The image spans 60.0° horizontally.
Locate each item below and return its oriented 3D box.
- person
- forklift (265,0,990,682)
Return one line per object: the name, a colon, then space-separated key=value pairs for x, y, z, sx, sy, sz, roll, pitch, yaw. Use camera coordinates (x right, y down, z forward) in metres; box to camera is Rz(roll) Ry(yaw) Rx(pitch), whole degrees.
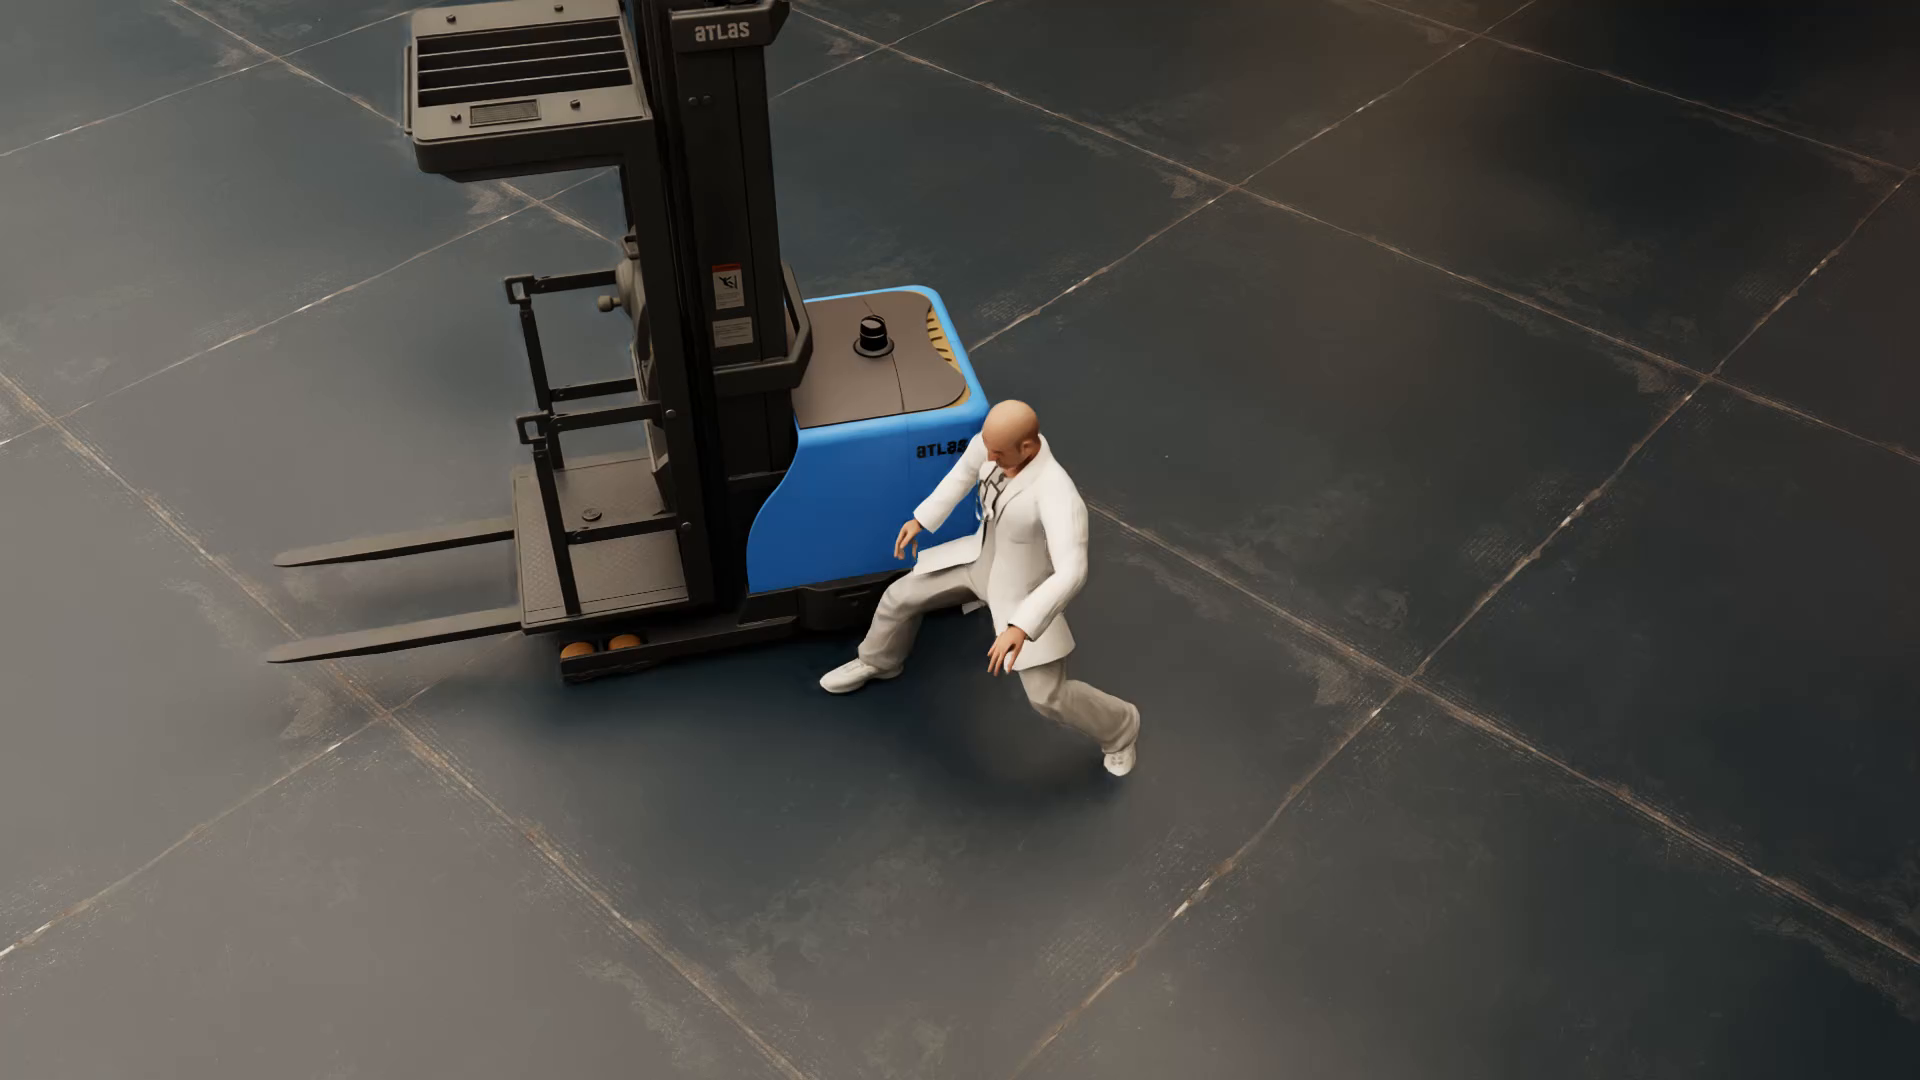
person: x=0.114 y=0.183 z=6.310 sx=1.056 sy=1.646 sz=1.061 roll=-20 pitch=44 yaw=-22
forklift: x=-1.441 y=-0.901 z=6.479 sx=3.031 sy=2.935 sz=1.130 roll=-9 pitch=42 yaw=-11
